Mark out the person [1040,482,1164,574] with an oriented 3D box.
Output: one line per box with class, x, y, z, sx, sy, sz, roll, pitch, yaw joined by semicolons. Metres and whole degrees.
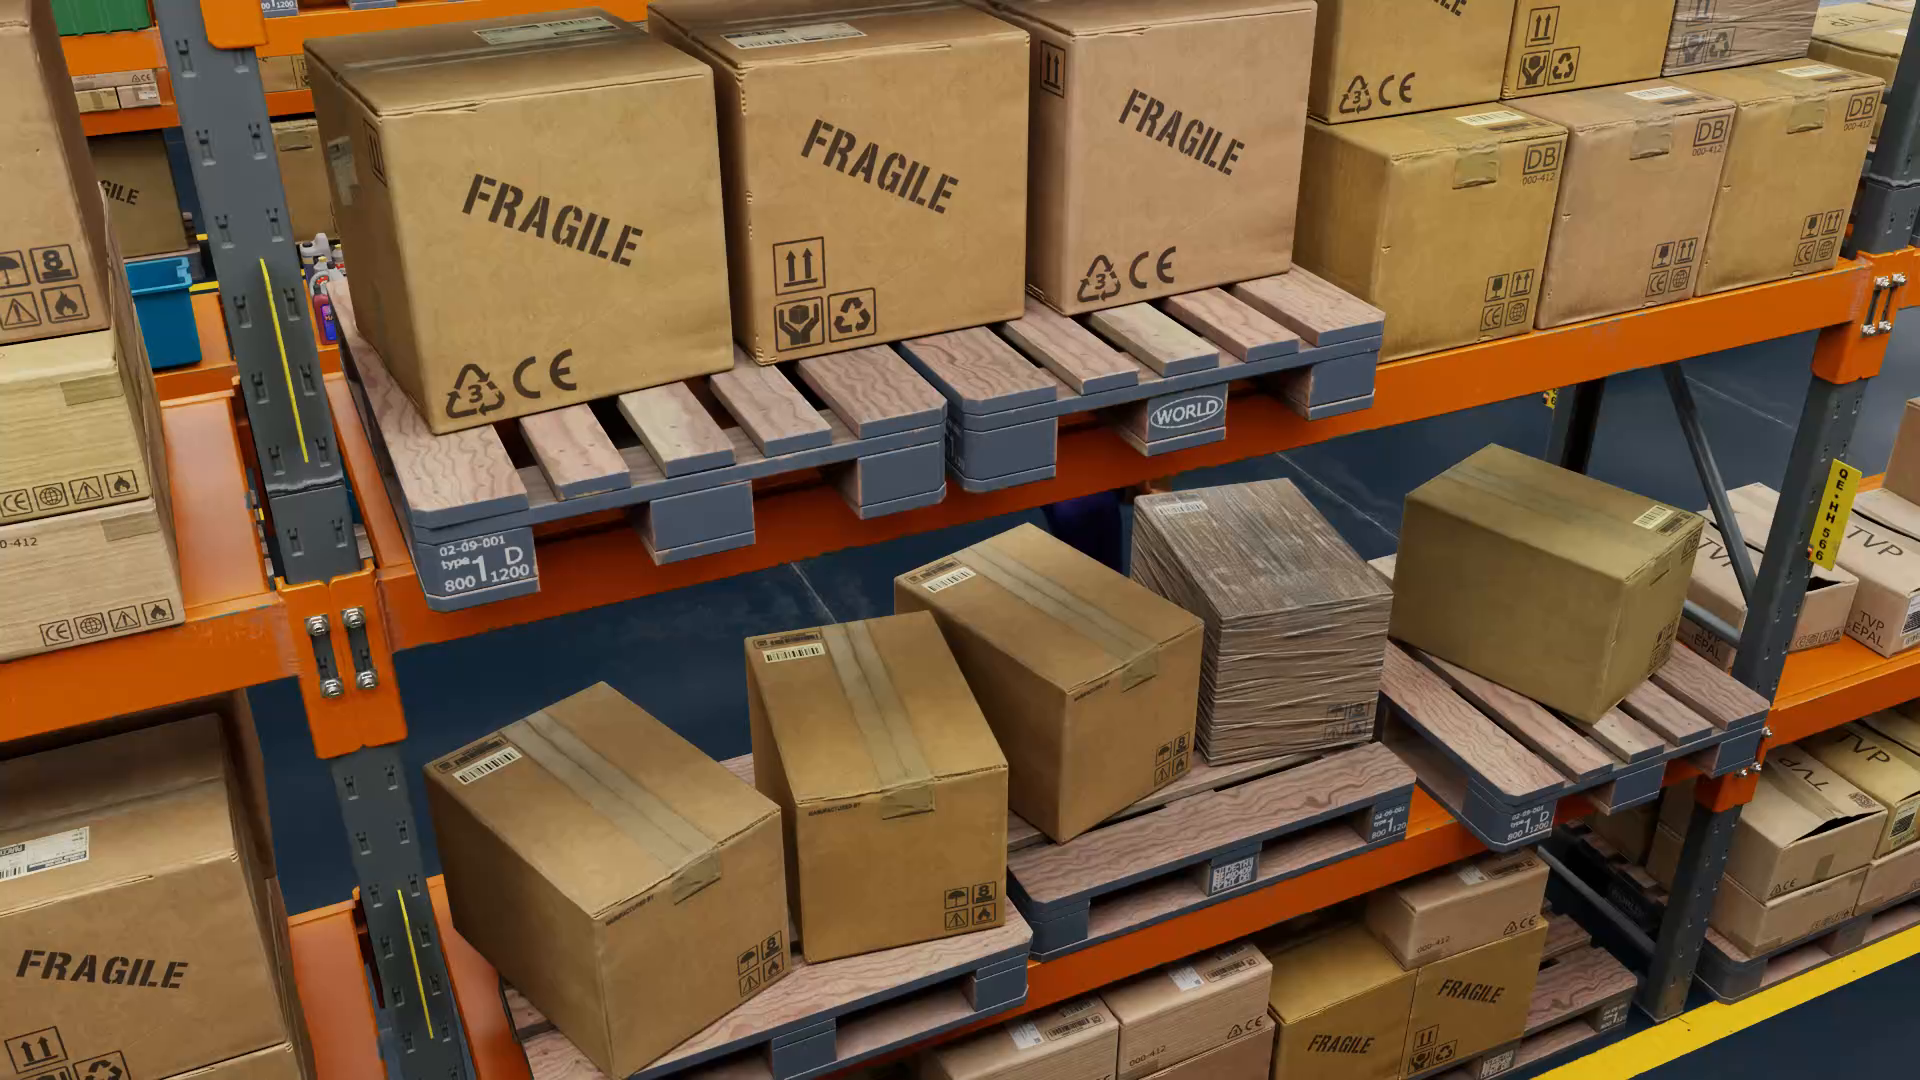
person;0.625;-0.205;7.534;0.544;1.627;0.435;-14;32;-23
